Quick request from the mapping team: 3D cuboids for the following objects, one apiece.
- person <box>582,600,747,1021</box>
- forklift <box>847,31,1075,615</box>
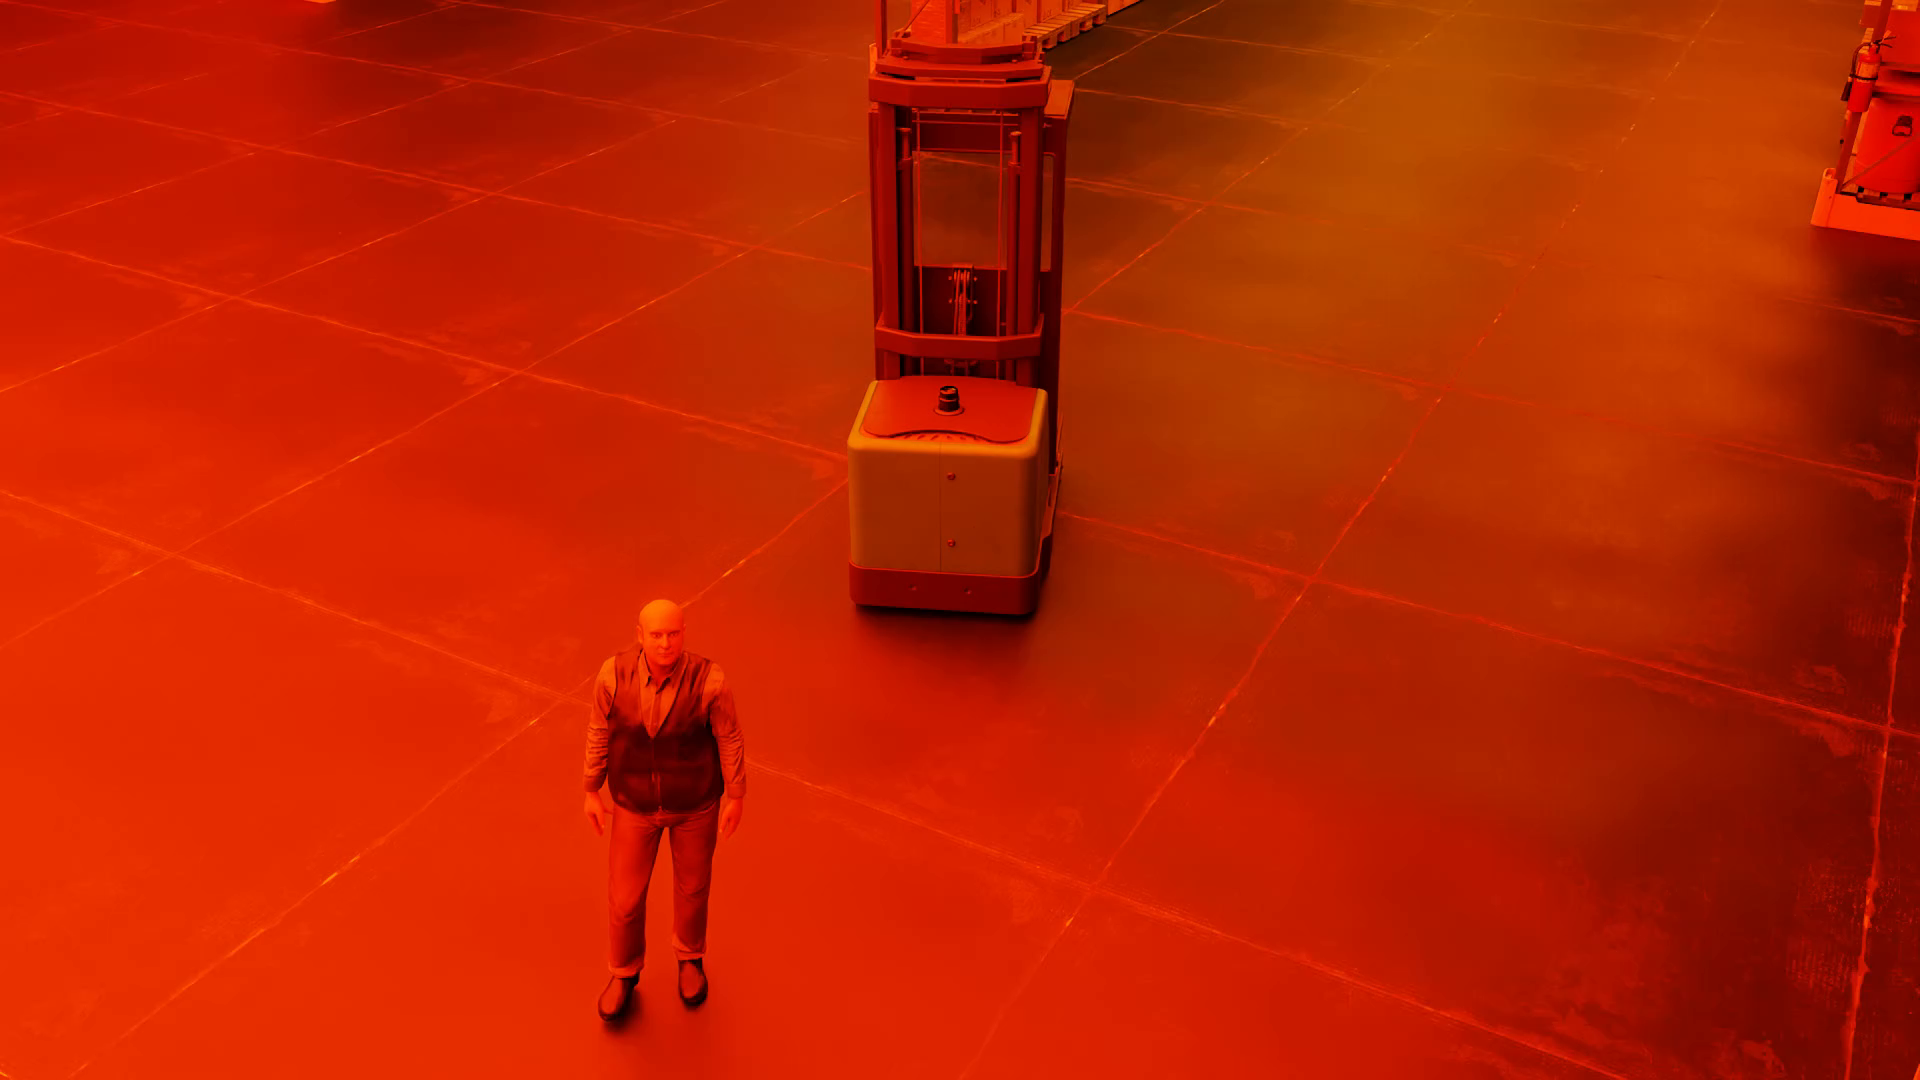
[{"bbox_3d":[-1.144,1.056,6.440,0.636,1.721,0.576,-1,30,-2],"label":"person"},{"bbox_3d":[0.072,-1.572,9.794,1.130,2.935,3.031,3,30,6],"label":"forklift"}]
